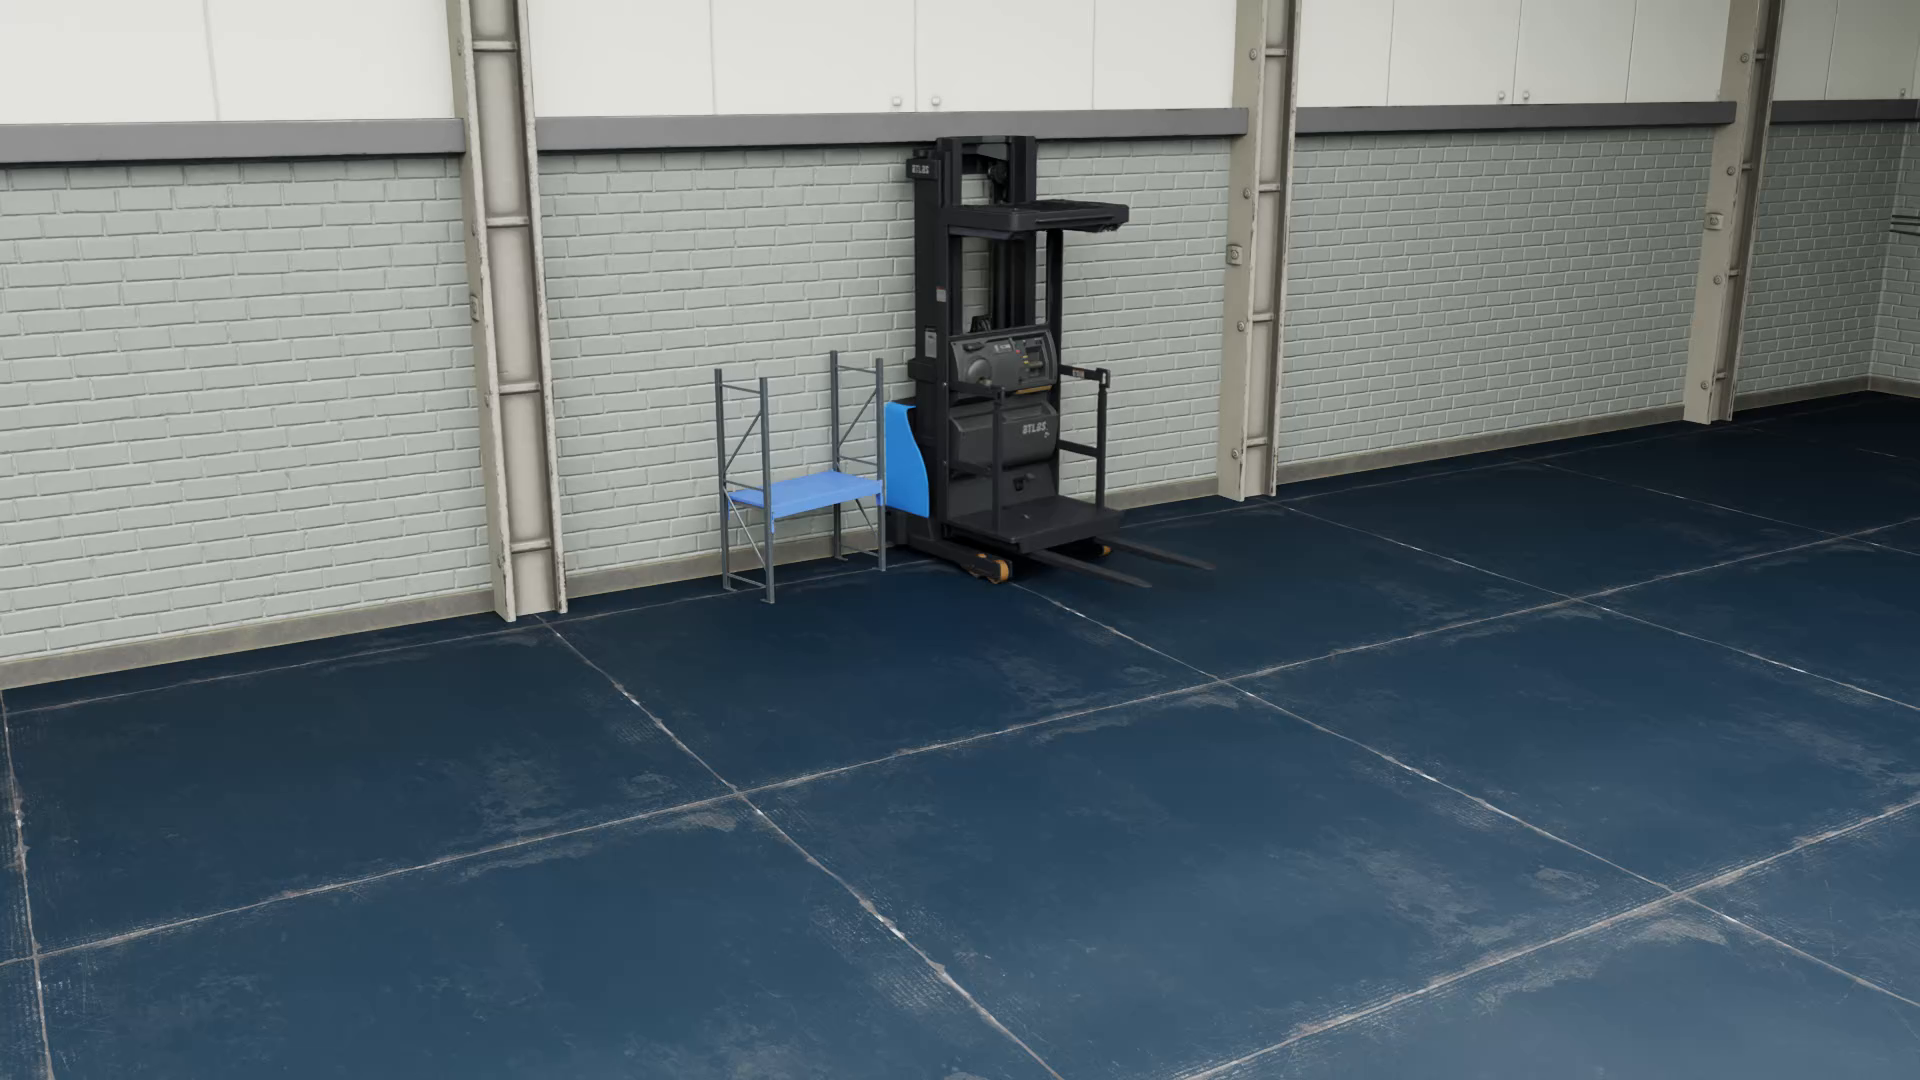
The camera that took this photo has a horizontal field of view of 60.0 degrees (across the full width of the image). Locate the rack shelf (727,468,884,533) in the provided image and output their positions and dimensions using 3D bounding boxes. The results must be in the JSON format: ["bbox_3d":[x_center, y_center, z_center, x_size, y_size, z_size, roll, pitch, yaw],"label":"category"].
[{"bbox_3d":[-1.061,-0.277,11.286,0.538,0.185,1.000,14,21,41],"label":"rack shelf"}]

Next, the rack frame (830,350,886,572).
[{"bbox_3d":[-0.711,-0.550,11.592,0.500,1.500,0.032,14,21,41],"label":"rack frame"}]

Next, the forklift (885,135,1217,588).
[{"bbox_3d":[0.453,-1.266,11.496,1.130,2.935,3.031,-13,20,-39],"label":"forklift"}]

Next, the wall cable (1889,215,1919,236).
[{"bbox_3d":[10.712,-4.152,16.302,0.112,2.526,3.097,-9,18,-30],"label":"wall cable"}]

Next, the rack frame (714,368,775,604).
[{"bbox_3d":[-1.410,-0.351,10.882,0.500,1.500,0.032,14,21,41],"label":"rack frame"}]

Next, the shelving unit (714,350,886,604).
[{"bbox_3d":[-1.061,-0.450,11.237,0.538,1.500,1.048,14,21,41],"label":"shelving unit"}]

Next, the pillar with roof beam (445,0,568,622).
[{"bbox_3d":[-0.564,-2.879,6.010,0.400,9.000,9.100,-9,18,-30],"label":"pillar with roof beam"}]

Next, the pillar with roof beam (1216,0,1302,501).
[{"bbox_3d":[4.580,-3.713,8.985,0.400,9.000,9.100,-9,18,-30],"label":"pillar with roof beam"}]

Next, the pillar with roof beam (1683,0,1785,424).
[{"bbox_3d":[9.723,-4.547,11.960,0.400,9.000,9.100,-9,18,-30],"label":"pillar with roof beam"}]
